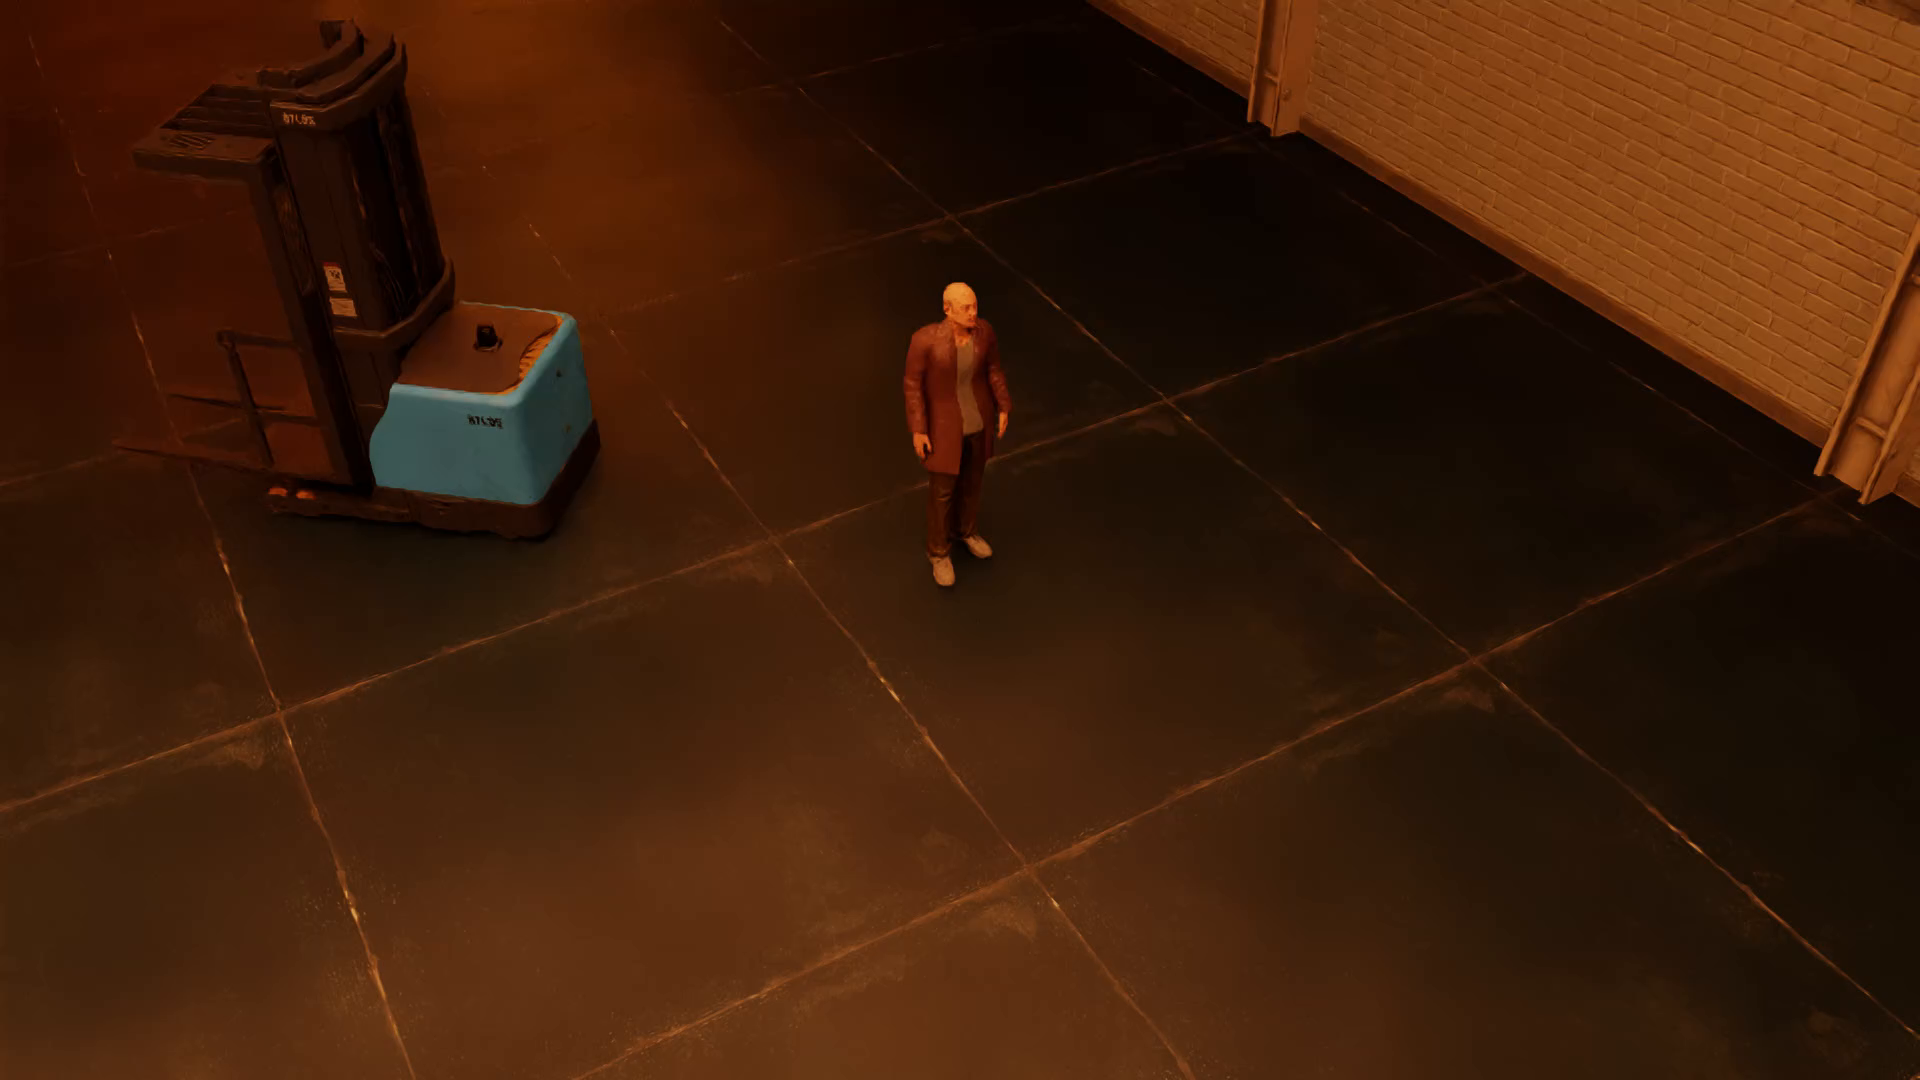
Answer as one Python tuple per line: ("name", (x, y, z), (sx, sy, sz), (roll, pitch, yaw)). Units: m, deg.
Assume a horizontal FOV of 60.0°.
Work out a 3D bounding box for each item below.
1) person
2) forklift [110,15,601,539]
("person", (0.042, -0.638, 9.697), (0.694, 1.776, 0.580), (-20, 44, -23))
("forklift", (-3.939, -1.599, 9.964), (3.031, 2.935, 1.130), (7, 40, 9))
